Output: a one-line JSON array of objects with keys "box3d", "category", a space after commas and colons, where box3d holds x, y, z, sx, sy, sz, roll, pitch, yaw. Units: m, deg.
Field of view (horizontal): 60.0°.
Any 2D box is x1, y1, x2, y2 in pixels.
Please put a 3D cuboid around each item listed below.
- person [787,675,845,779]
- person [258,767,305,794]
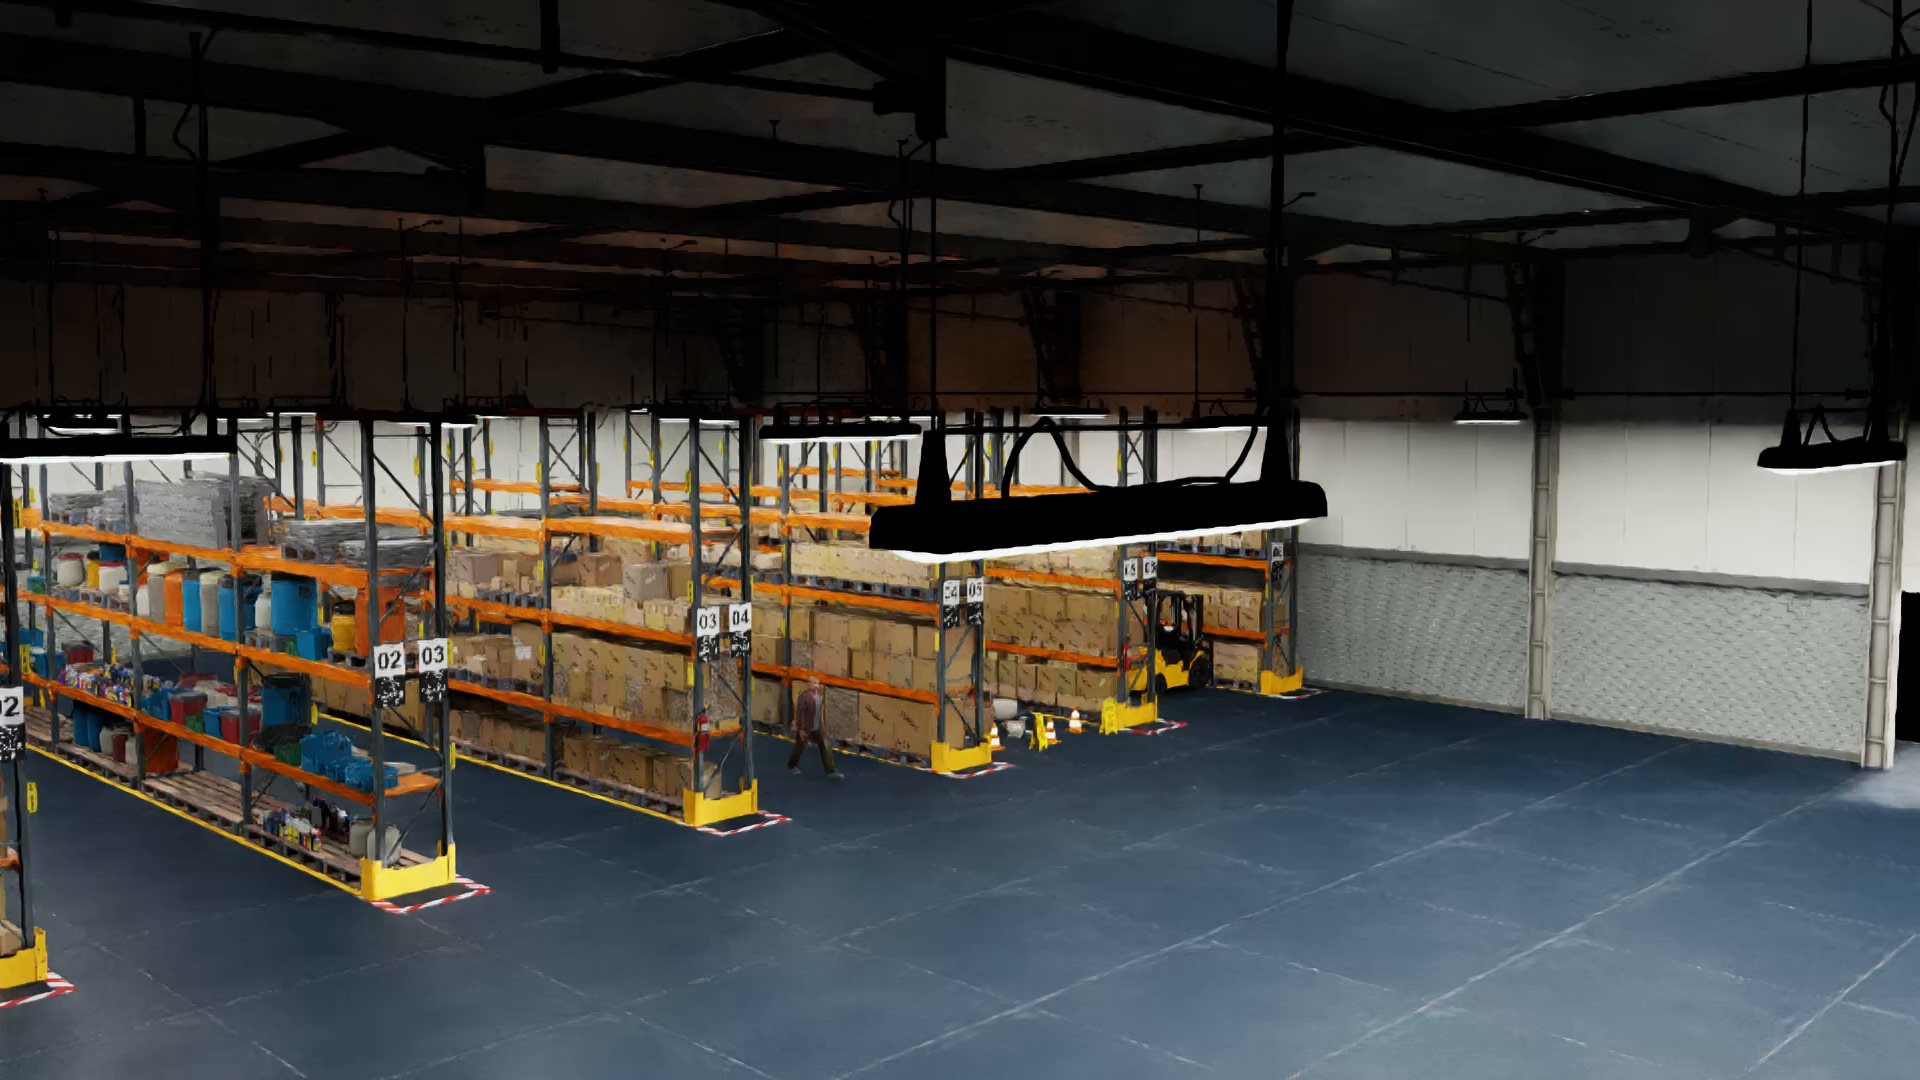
[{"box3d": [-2.425, 3.051, 27.267, 0.598, 1.698, 1.193, -5, 7, -43], "category": "person"}, {"box3d": [-10.667, 3.148, 26.146, 1.036, 1.708, 0.535, 4, 6, 35], "category": "person"}]
